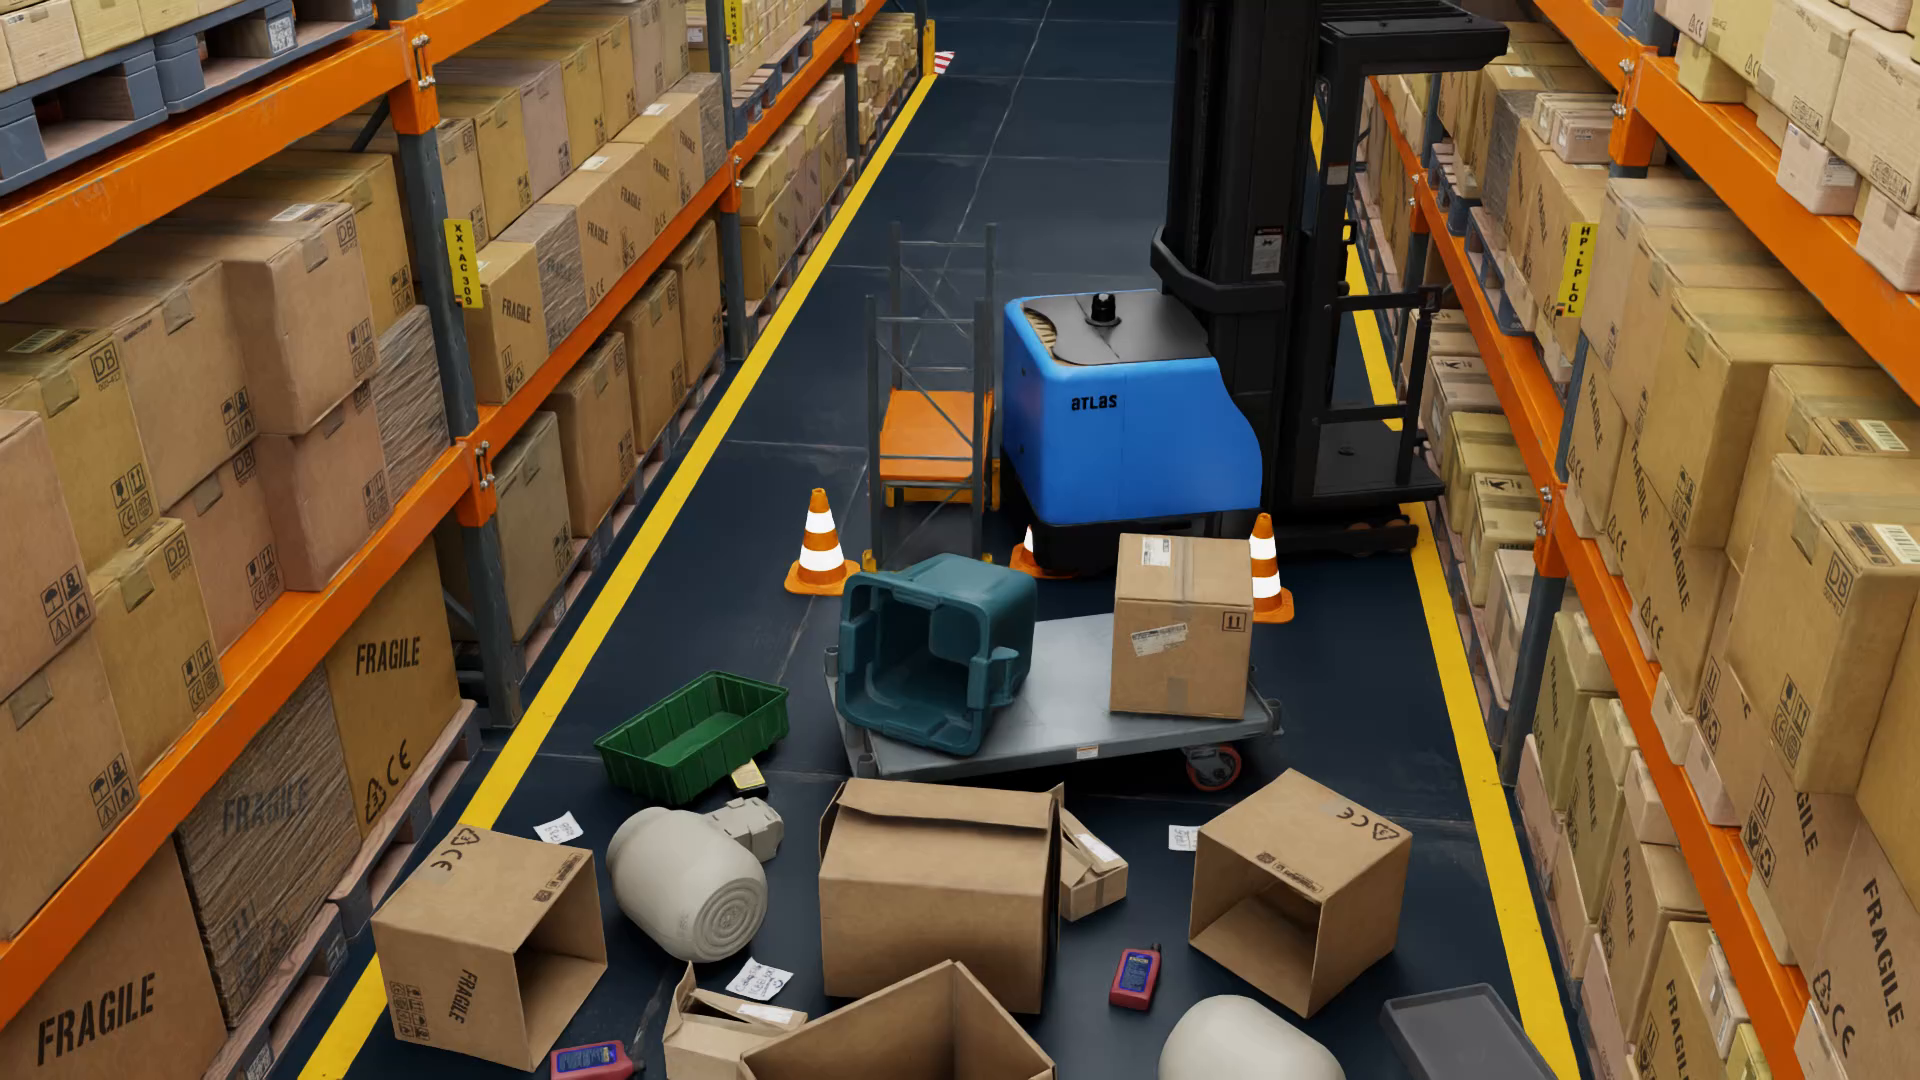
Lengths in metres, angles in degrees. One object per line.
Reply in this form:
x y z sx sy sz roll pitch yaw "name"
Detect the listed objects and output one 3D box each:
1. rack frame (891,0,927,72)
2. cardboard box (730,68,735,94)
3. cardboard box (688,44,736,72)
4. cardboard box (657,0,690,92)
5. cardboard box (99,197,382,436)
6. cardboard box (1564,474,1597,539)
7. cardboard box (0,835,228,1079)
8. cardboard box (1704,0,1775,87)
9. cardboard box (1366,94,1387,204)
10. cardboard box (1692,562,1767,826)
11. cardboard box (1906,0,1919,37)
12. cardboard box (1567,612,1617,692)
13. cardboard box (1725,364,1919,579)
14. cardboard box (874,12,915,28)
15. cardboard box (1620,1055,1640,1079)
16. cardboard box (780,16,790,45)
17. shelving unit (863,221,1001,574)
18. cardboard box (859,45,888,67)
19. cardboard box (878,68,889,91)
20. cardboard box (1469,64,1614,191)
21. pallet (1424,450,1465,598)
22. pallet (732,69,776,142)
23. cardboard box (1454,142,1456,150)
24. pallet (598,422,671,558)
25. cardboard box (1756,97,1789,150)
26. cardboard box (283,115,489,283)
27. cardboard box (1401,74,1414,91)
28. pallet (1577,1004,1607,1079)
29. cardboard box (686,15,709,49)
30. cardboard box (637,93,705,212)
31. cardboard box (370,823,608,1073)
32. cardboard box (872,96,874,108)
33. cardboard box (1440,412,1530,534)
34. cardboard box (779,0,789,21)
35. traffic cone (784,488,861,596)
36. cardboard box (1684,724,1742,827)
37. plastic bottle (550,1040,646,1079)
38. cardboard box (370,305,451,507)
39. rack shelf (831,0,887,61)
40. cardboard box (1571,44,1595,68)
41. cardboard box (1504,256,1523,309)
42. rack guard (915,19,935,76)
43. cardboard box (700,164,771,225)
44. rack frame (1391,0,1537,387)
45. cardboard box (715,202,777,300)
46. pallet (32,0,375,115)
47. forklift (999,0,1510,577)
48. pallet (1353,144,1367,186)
-0.845 -6.245 16.680 1.000 3.000 0.127 3 28 6 "rack frame"
-1.570 -2.753 10.019 0.380 0.149 0.250 3 28 5 "cardboard box"
-1.567 -2.900 9.980 0.380 0.149 0.250 5 29 8 "cardboard box"
-1.890 -2.753 9.038 0.700 0.500 0.500 3 28 6 "cardboard box"
-2.347 -0.701 5.091 0.875 0.550 0.550 3 28 6 "cardboard box"
2.253 -0.116 5.568 0.380 0.149 0.250 3 28 6 "cardboard box"
-2.682 1.299 4.473 0.875 0.875 0.875 3 28 5 "cardboard box"
2.230 -1.307 4.196 0.500 0.250 0.500 3 28 6 "cardboard box"
3.593 -3.075 12.593 0.875 0.875 0.875 4 29 8 "cardboard box"
2.124 0.372 3.978 0.500 0.500 0.500 4 29 7 "cardboard box"
2.139 -1.052 3.301 0.380 0.149 0.250 4 29 7 "cardboard box"
2.194 0.371 5.381 0.380 0.149 0.250 4 29 7 "cardboard box"
2.194 -0.052 3.712 0.700 0.500 0.500 3 28 6 "cardboard box"
-0.659 -5.173 16.625 0.380 0.149 0.250 4 29 7 "cardboard box"
2.081 1.666 4.452 0.500 0.250 0.500 2 28 4 "cardboard box"
-1.377 -3.499 11.405 0.380 0.149 0.250 2 28 5 "cardboard box"
-0.117 -0.604 7.787 0.587 1.500 1.083 2 28 3 "shelving unit"
-0.871 -4.438 15.261 0.380 0.149 0.250 3 29 6 "cardboard box"
-0.851 -4.186 15.107 0.380 0.149 0.250 3 28 6 "cardboard box"
2.699 -1.905 7.761 0.500 0.500 0.500 4 29 7 "cardboard box"
2.850 -0.071 8.160 1.003 0.211 1.213 3 28 6 "pallet"
-1.844 -2.737 10.369 1.213 0.211 1.003 3 28 6 "pallet"
2.807 -2.040 8.697 0.380 0.149 0.250 2 28 3 "cardboard box"
-2.149 -0.312 8.607 1.003 0.211 1.213 3 28 6 "pallet"
2.249 -1.075 4.186 0.380 0.149 0.250 4 29 8 "cardboard box"
-2.261 -1.315 6.368 0.700 0.500 0.500 3 28 5 "cardboard box"
2.966 -2.878 10.060 0.500 0.250 0.500 3 28 5 "cardboard box"
2.415 1.765 4.751 1.003 0.211 1.213 3 28 6 "pallet"
-1.576 -3.024 9.895 0.380 0.149 0.250 3 28 6 "cardboard box"
-1.677 -2.061 8.808 0.500 0.500 0.500 3 28 6 "cardboard box"
-1.487 1.293 5.320 0.500 0.500 0.500 8 29 15 "cardboard box"
-0.981 -3.941 14.966 0.380 0.149 0.250 2 28 4 "cardboard box"
2.839 -0.298 7.967 0.950 0.372 0.625 4 29 8 "cardboard box"
-1.381 -3.634 11.341 0.380 0.149 0.250 4 29 8 "cardboard box"
-0.653 -0.023 7.805 0.336 0.463 0.334 3 28 6 "traffic cone"
2.083 0.606 4.228 0.380 0.149 0.250 3 28 6 "cardboard box"
-1.124 1.627 5.165 0.283 0.061 0.133 -6 29 -11 "plastic bottle"
-2.349 -0.488 5.835 0.875 0.550 0.550 3 28 6 "cardboard box"
-1.090 -4.987 15.103 1.077 0.370 4.000 3 28 6 "rack shelf"
3.267 -2.125 8.170 0.500 0.500 0.500 3 28 5 "cardboard box"
2.472 -1.056 6.869 0.380 0.149 0.250 4 29 7 "cardboard box"
-0.855 -5.109 17.206 1.175 0.500 0.348 3 28 6 "rack guard"
-1.501 -2.204 10.581 0.500 0.250 0.500 2 28 4 "cardboard box"
3.100 -2.239 9.244 1.000 3.000 0.127 3 28 6 "rack frame"
-1.486 -1.882 10.773 0.500 0.500 0.500 2 28 4 "cardboard box"
-2.426 -1.494 4.791 1.003 0.211 1.213 3 28 6 "pallet"
1.771 -1.448 7.847 3.031 2.935 1.130 -5 29 -9 "forklift"
3.761 -3.248 14.056 1.003 0.211 1.213 3 28 6 "pallet"
